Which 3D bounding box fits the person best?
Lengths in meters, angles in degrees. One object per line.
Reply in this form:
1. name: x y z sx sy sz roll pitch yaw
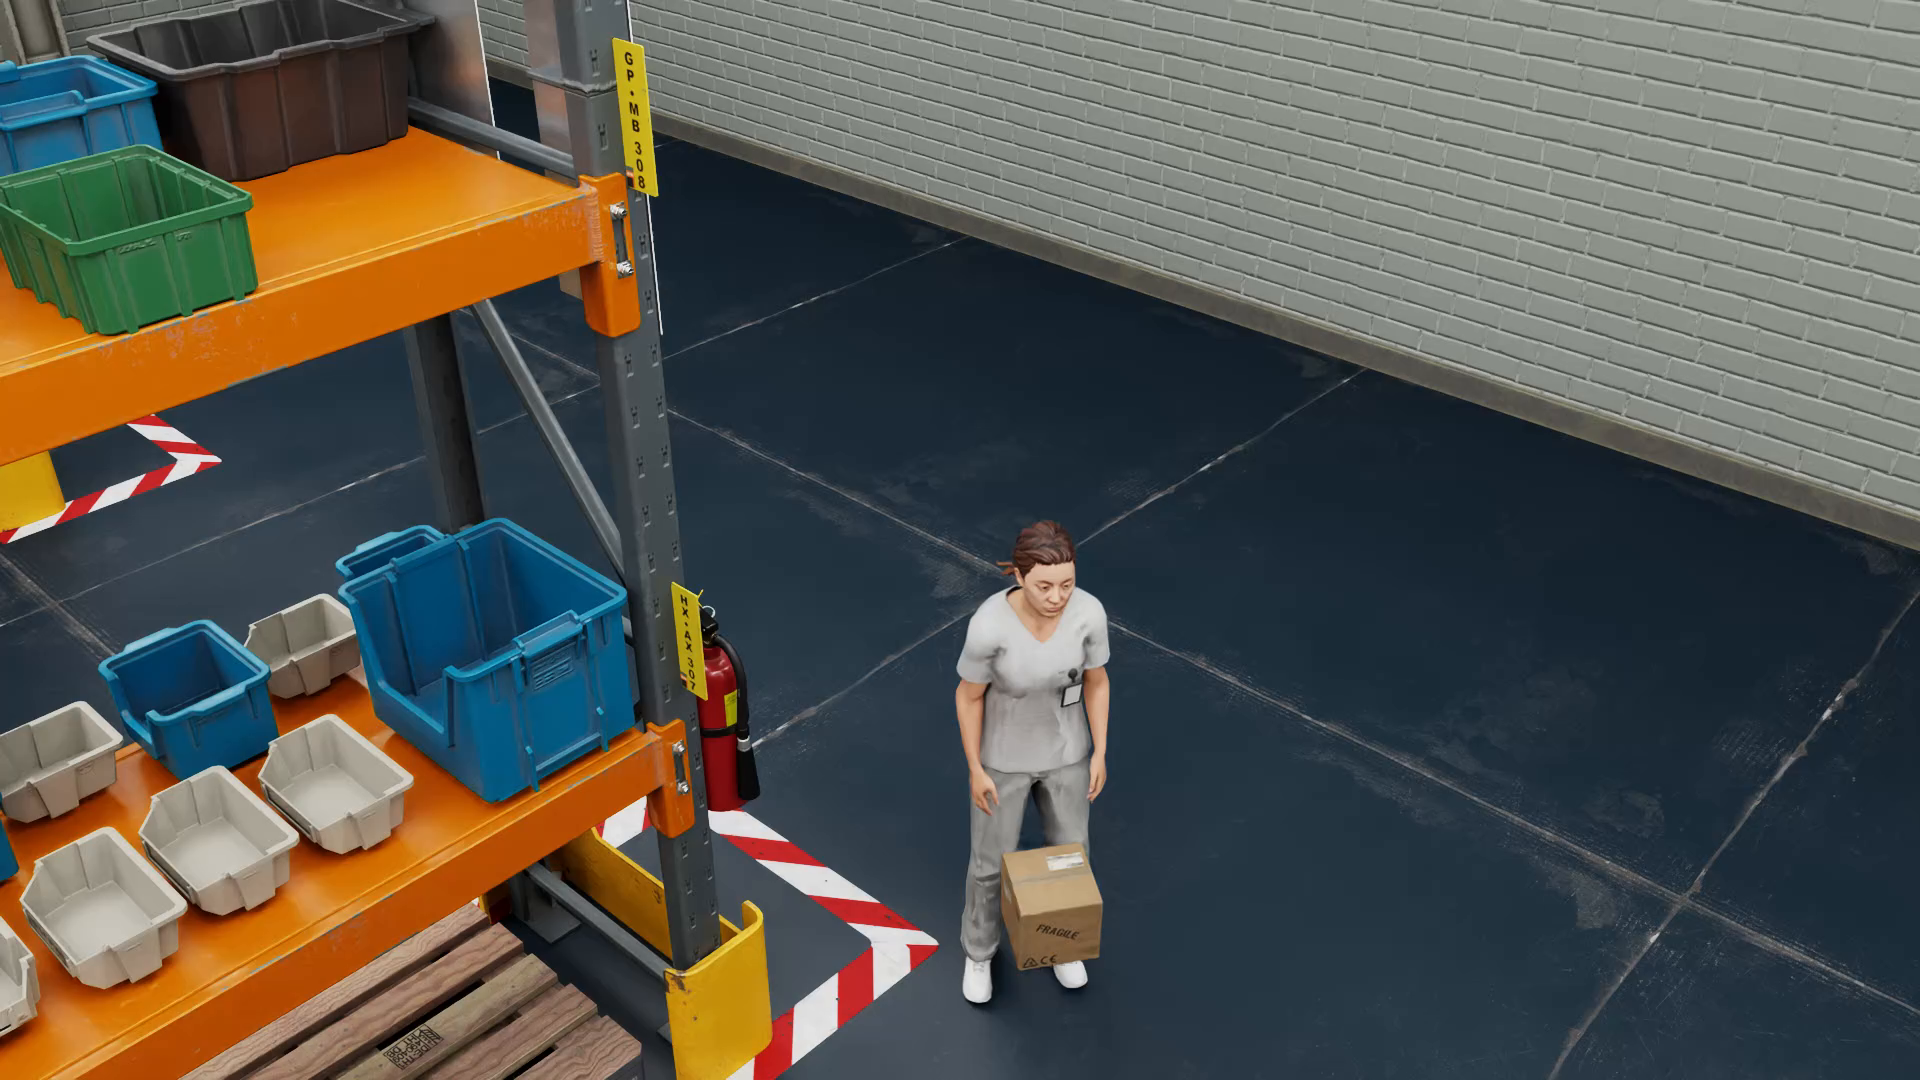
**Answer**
1. person: 0.222 0.668 5.040 0.476 1.675 0.363 -6 32 -10
